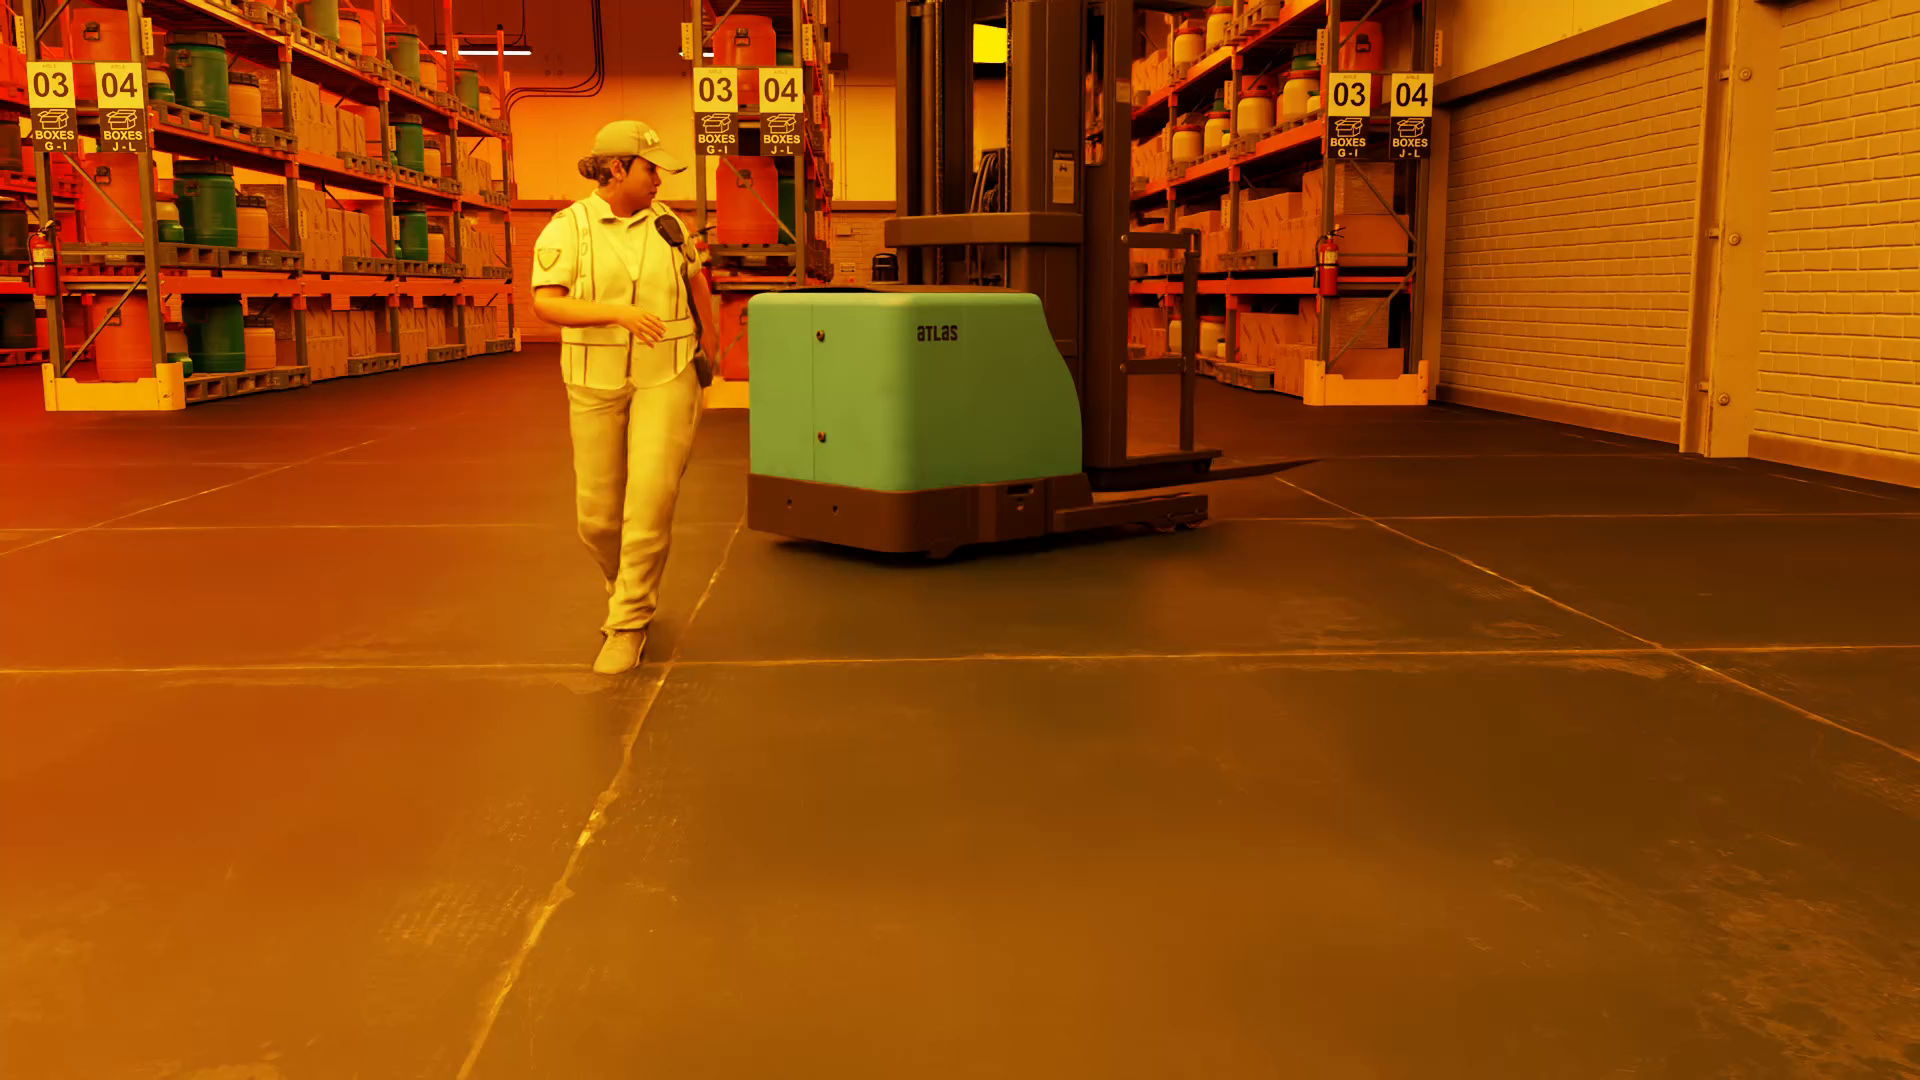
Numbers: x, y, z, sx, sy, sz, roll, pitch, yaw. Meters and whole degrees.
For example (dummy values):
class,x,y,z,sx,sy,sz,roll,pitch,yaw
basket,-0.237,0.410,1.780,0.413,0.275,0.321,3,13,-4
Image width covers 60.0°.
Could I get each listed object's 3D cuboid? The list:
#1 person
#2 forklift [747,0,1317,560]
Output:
class,x,y,z,sx,sy,sz,roll,pitch,yaw
person,-1.015,-0.452,5.059,0.514,1.617,0.890,-1,8,-4
forklift,0.507,-1.529,7.628,3.031,2.935,1.130,-8,11,-42
